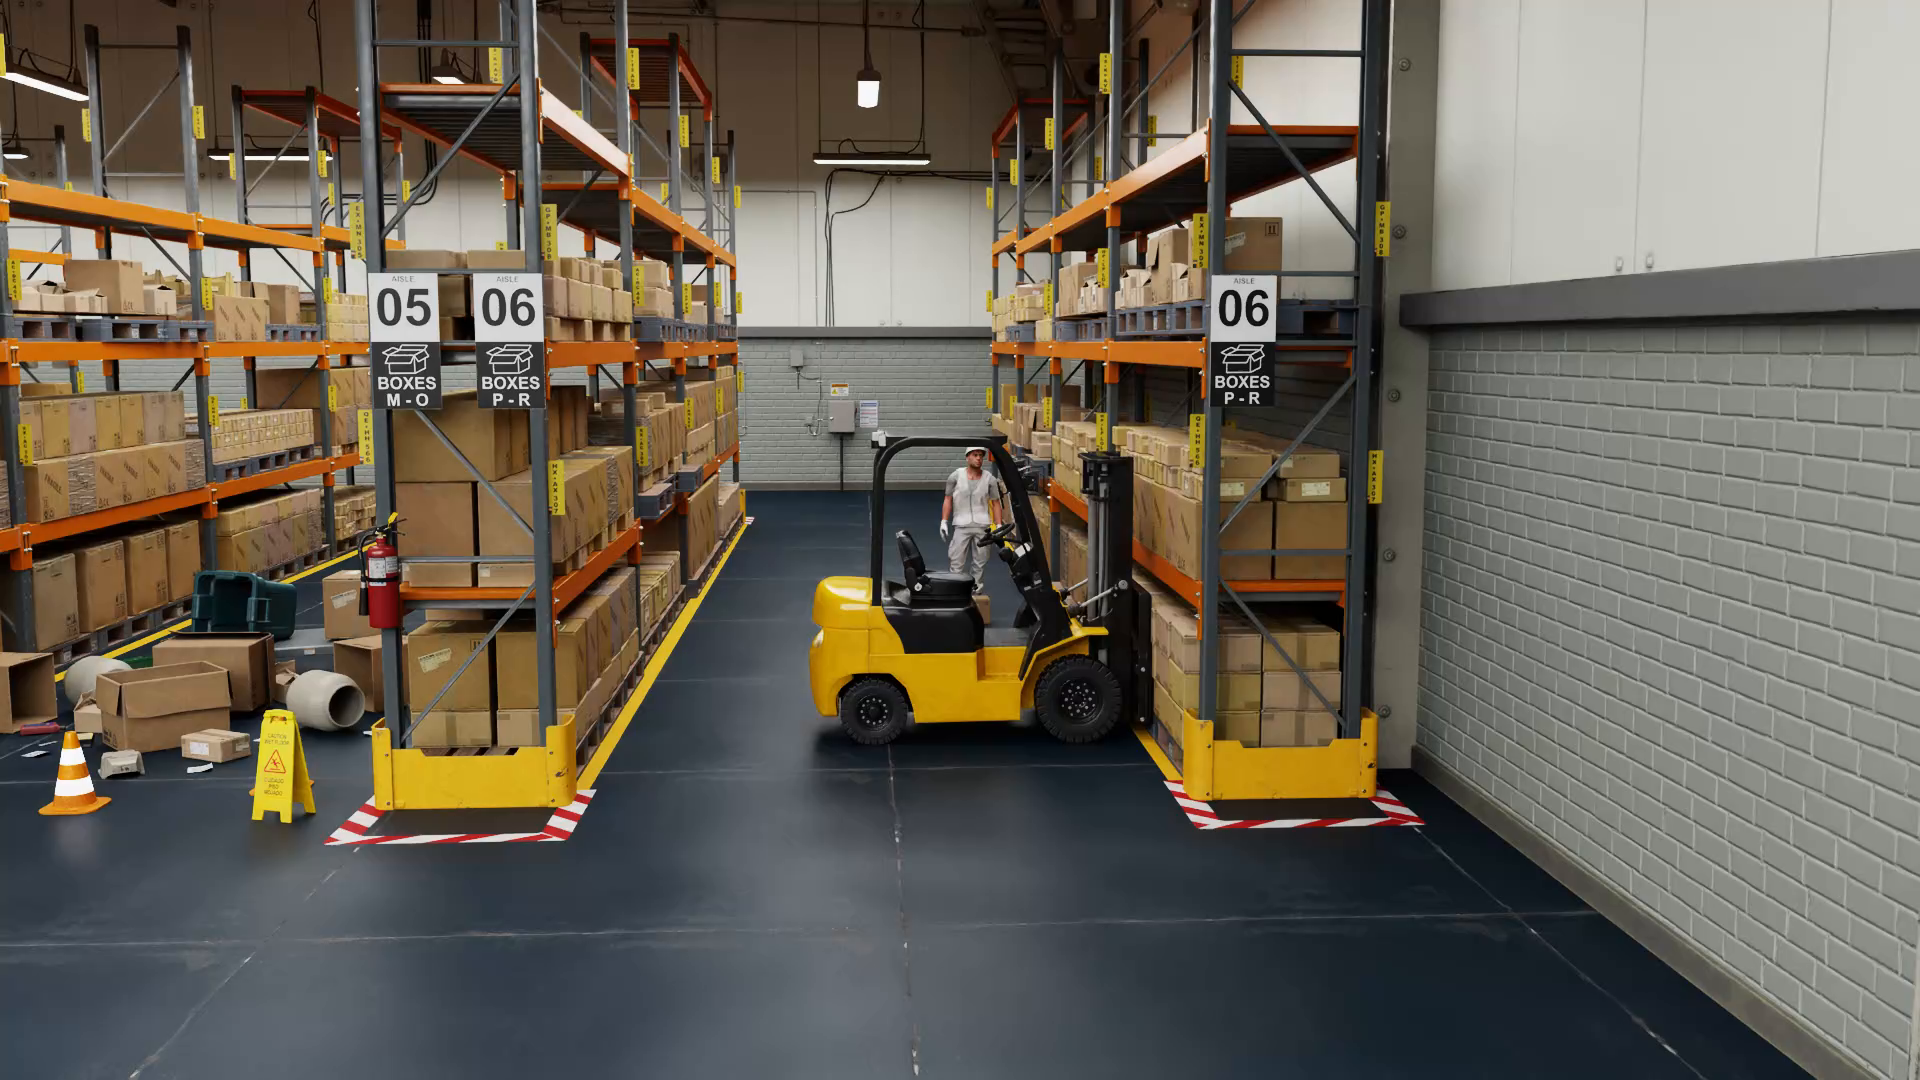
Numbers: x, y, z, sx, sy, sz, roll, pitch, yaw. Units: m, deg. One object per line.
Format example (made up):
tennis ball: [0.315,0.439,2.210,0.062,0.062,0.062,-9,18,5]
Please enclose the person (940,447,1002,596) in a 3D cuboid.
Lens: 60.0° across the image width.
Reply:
person: [0.118,-0.093,16.840,0.638,1.789,0.563,0,7,-4]
